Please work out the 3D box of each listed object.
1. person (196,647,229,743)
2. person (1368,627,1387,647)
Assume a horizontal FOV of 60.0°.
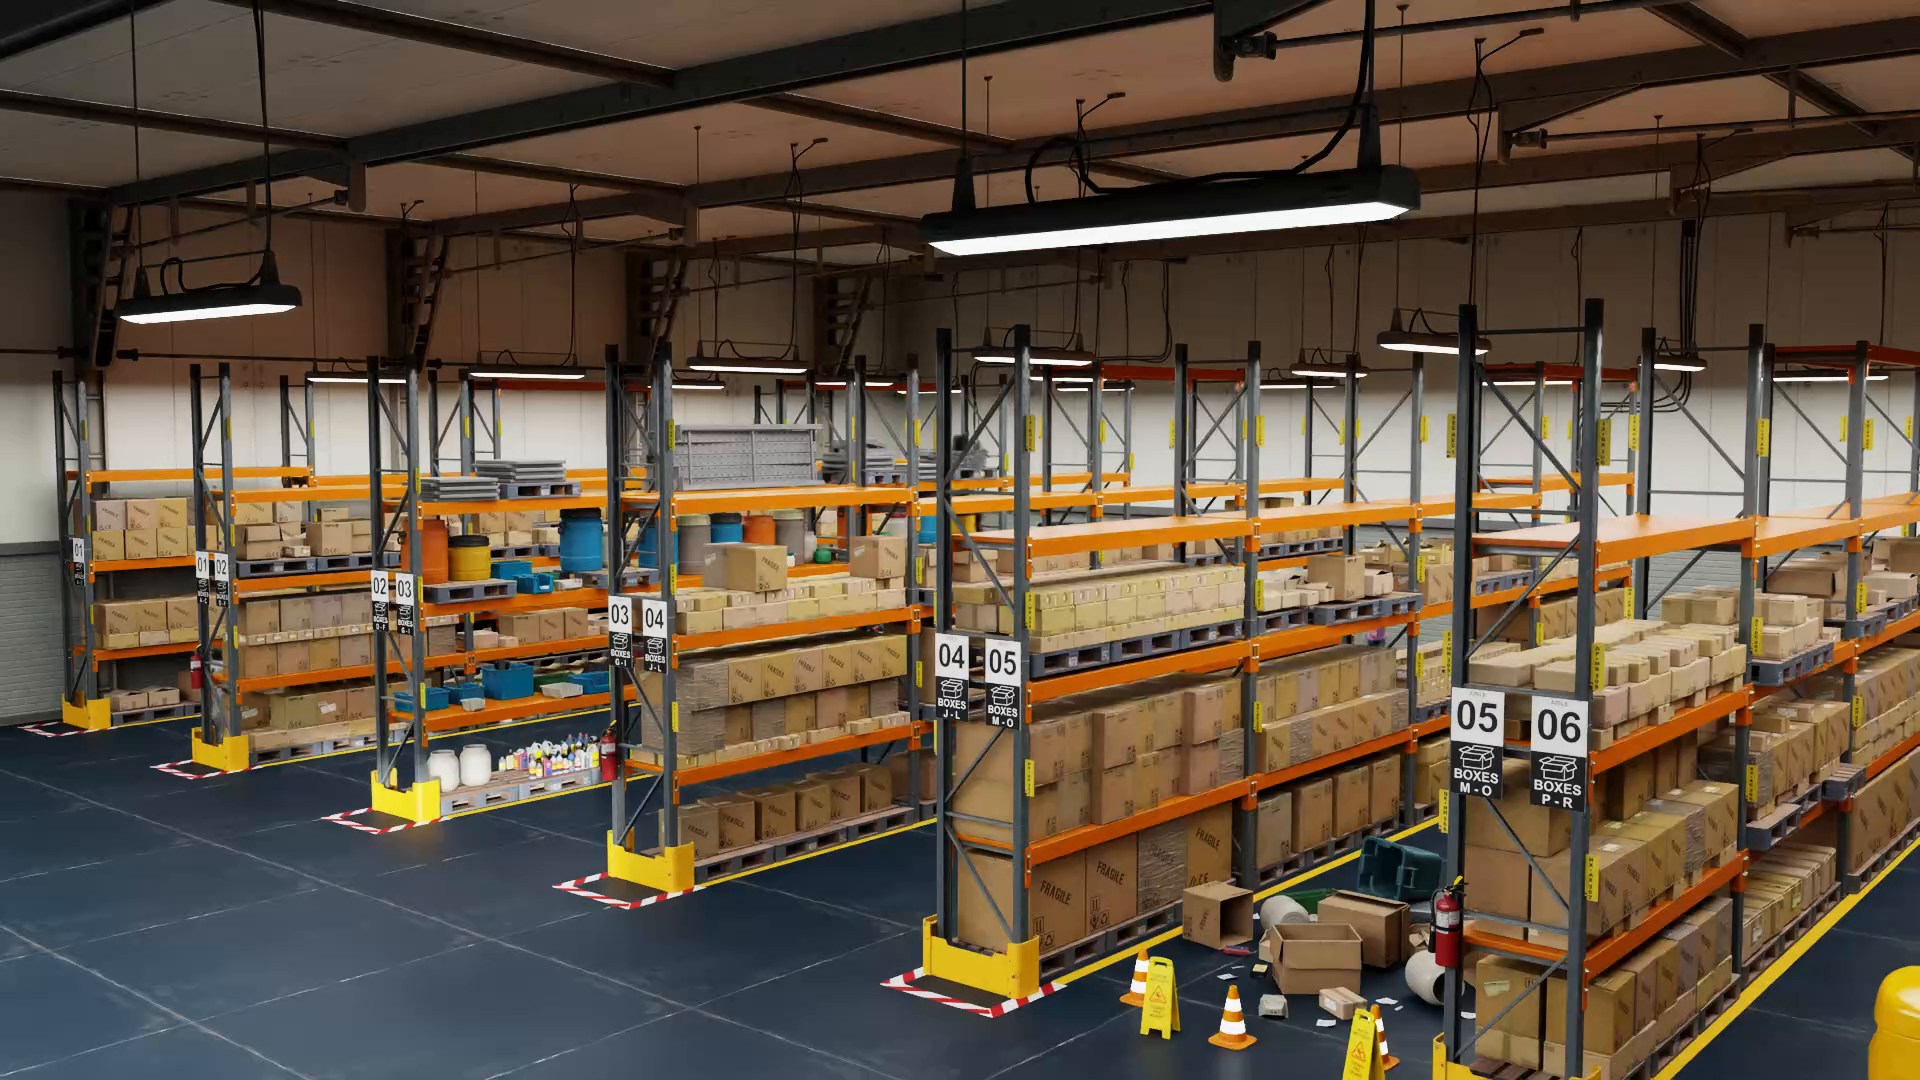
[{"bbox_3d":[-11.798,2.460,26.457,0.607,1.616,0.817,2,5,28],"label":"person"},{"bbox_3d":[8.292,1.992,33.232,0.549,1.586,0.729,-1,4,-18],"label":"person"}]
